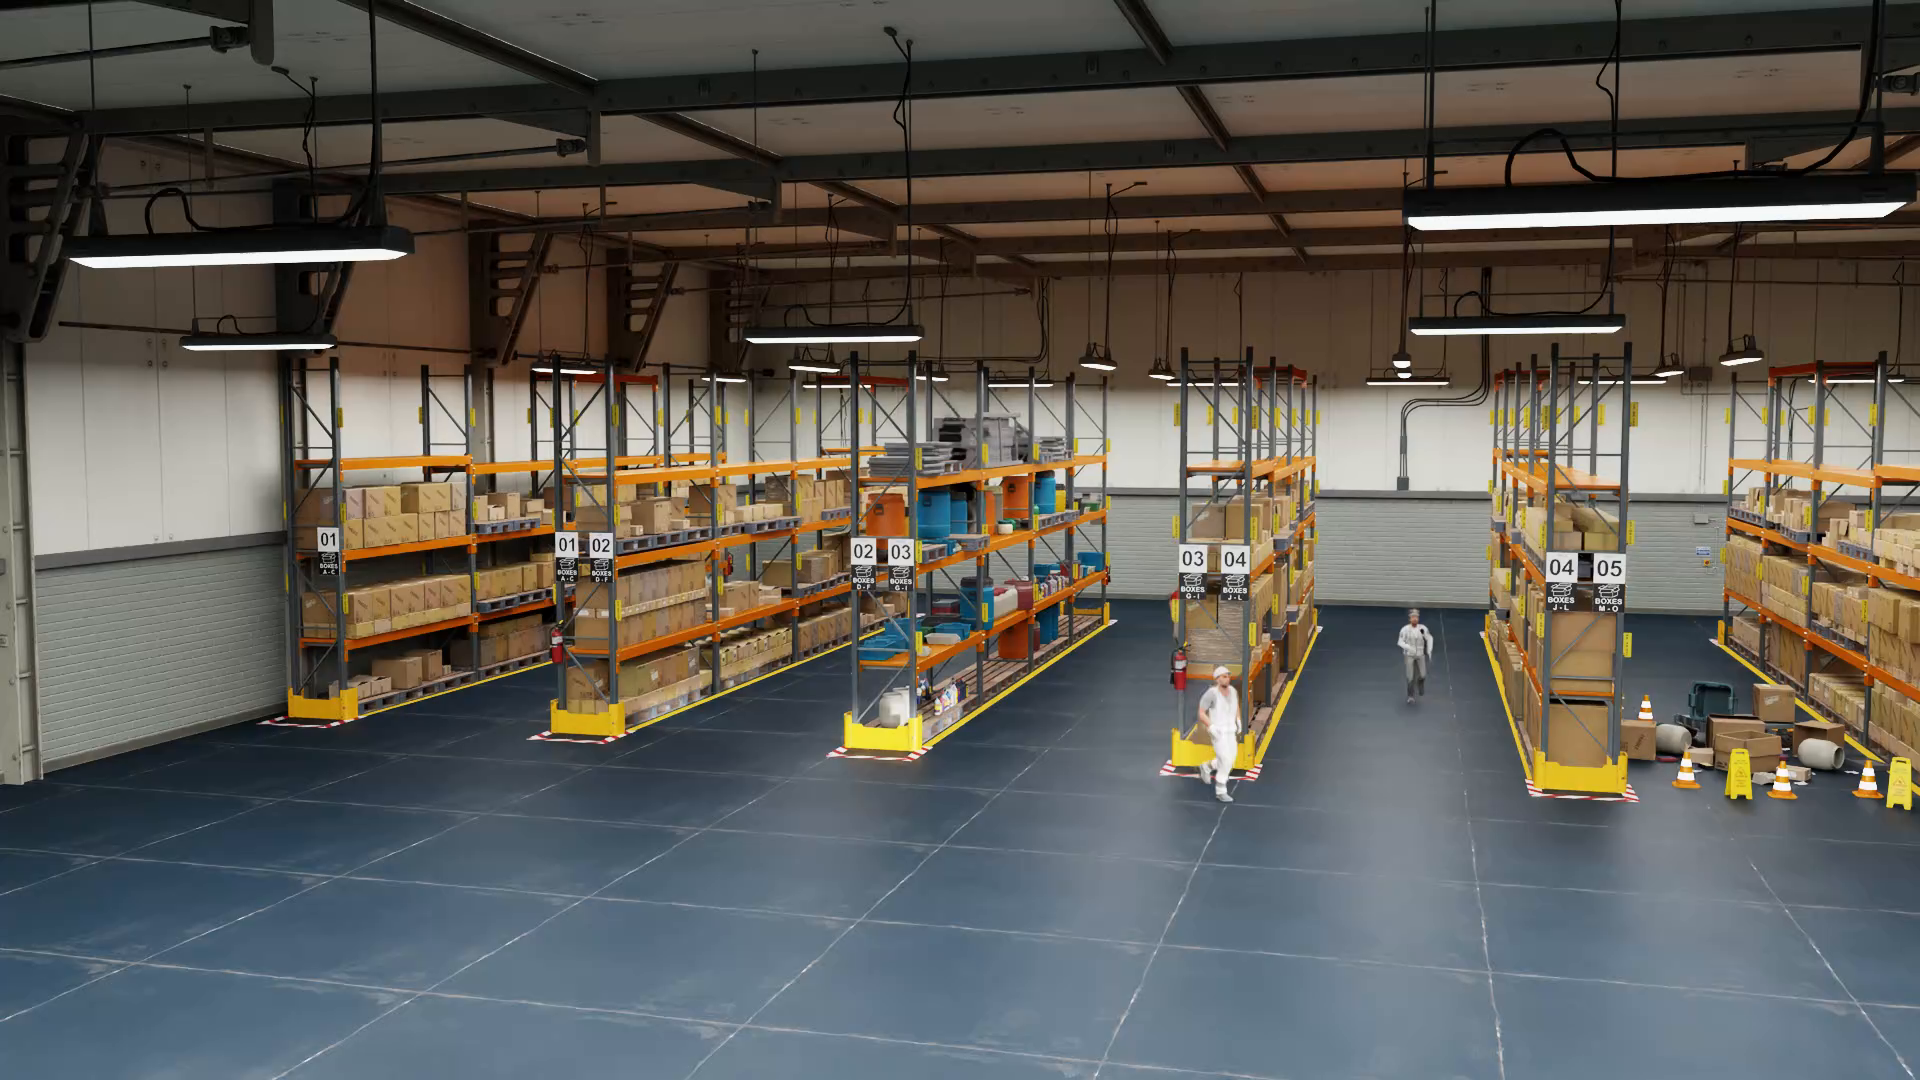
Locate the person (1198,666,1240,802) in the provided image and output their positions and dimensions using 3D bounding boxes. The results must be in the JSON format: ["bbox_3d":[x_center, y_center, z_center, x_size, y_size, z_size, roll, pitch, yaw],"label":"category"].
[{"bbox_3d":[3.392,2.521,21.896,0.661,1.759,0.687,-3,5,-31],"label":"person"}]

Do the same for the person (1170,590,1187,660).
[{"bbox_3d":[4.599,1.648,34.071,0.657,1.681,0.659,1,4,12],"label":"person"}]

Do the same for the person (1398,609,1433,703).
[{"bbox_3d":[8.013,2.043,29.202,0.623,1.665,0.562,1,4,7],"label":"person"}]
